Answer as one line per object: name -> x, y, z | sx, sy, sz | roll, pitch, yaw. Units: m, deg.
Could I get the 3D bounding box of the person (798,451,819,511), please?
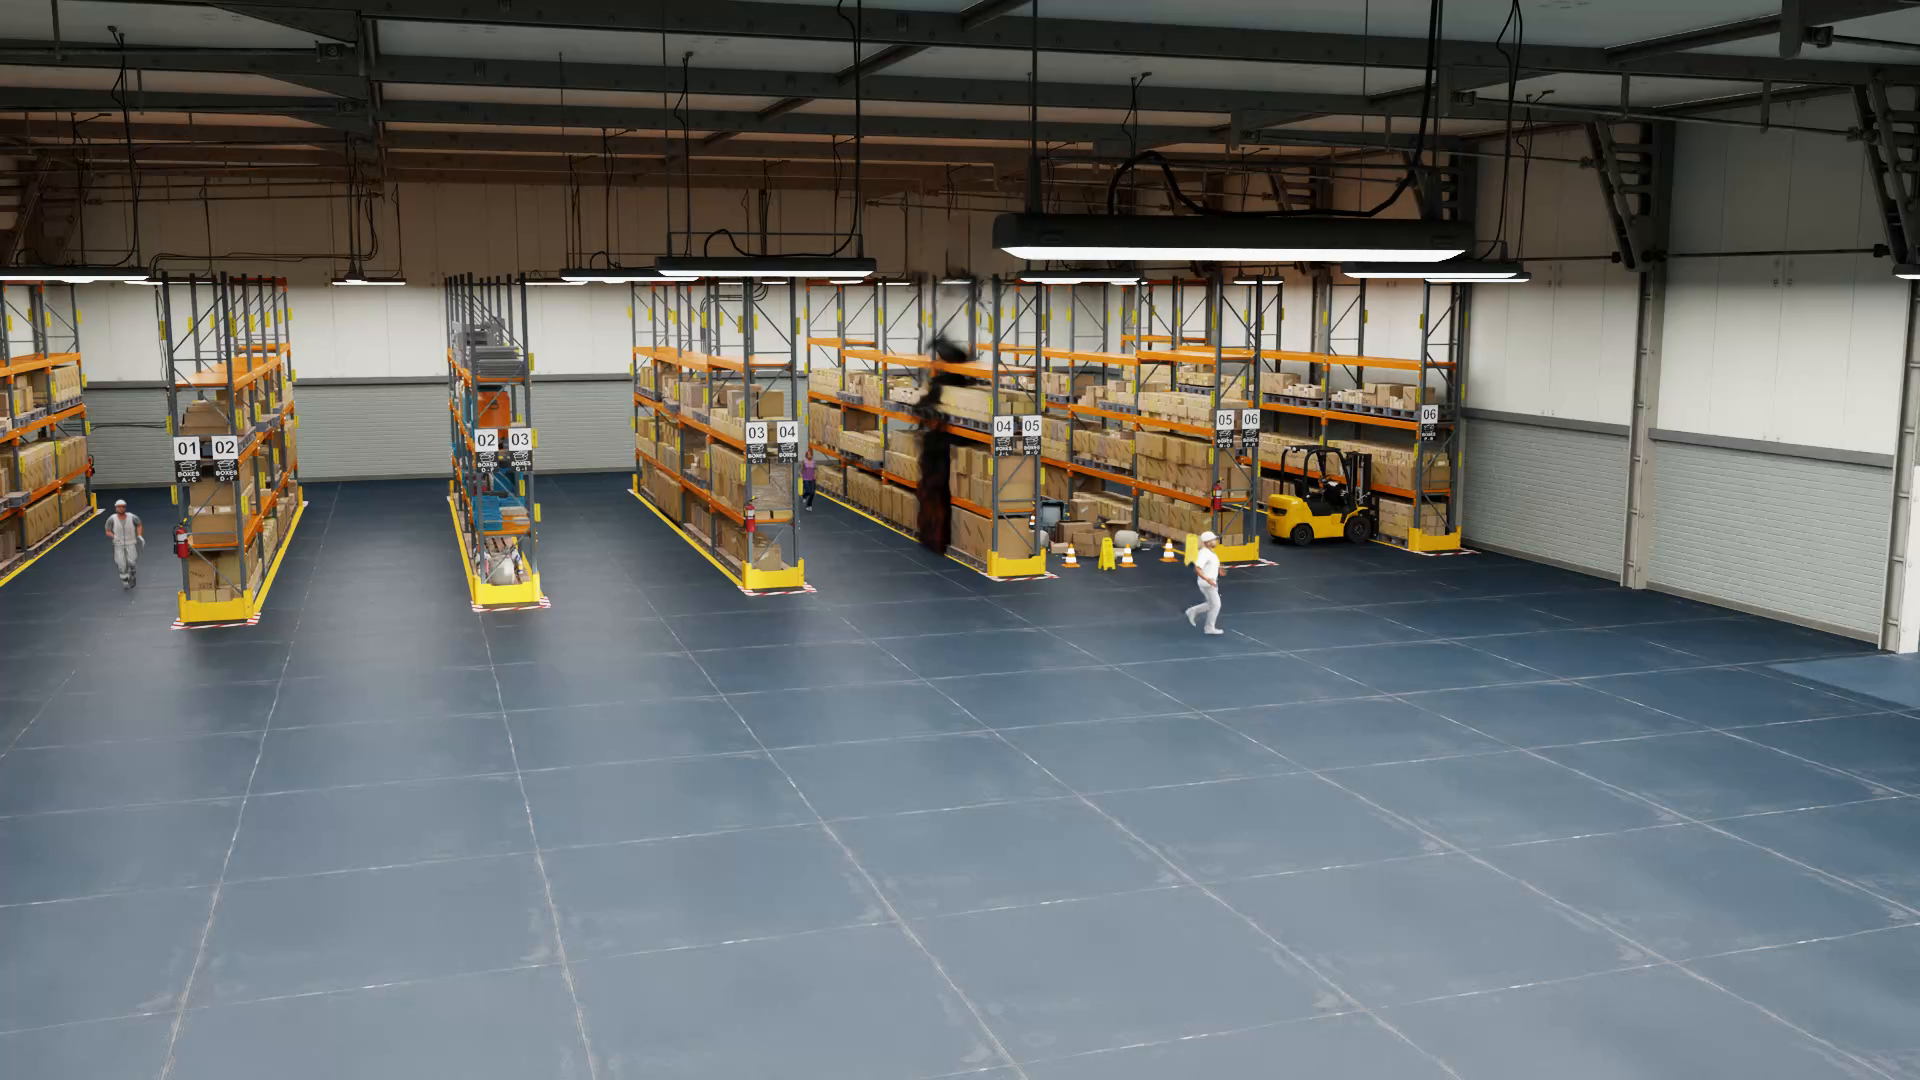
person -> -3.913, -1.538, 43.154 | 0.542, 1.558, 0.539 | -3, 9, -19

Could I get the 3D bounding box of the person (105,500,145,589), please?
person -> -15.836, 0.097, 31.562 | 0.654, 1.737, 0.710 | -4, 10, -26

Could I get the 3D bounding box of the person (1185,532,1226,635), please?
person -> 4.079, 0.713, 27.649 | 0.660, 1.727, 0.696 | 2, 9, 15
